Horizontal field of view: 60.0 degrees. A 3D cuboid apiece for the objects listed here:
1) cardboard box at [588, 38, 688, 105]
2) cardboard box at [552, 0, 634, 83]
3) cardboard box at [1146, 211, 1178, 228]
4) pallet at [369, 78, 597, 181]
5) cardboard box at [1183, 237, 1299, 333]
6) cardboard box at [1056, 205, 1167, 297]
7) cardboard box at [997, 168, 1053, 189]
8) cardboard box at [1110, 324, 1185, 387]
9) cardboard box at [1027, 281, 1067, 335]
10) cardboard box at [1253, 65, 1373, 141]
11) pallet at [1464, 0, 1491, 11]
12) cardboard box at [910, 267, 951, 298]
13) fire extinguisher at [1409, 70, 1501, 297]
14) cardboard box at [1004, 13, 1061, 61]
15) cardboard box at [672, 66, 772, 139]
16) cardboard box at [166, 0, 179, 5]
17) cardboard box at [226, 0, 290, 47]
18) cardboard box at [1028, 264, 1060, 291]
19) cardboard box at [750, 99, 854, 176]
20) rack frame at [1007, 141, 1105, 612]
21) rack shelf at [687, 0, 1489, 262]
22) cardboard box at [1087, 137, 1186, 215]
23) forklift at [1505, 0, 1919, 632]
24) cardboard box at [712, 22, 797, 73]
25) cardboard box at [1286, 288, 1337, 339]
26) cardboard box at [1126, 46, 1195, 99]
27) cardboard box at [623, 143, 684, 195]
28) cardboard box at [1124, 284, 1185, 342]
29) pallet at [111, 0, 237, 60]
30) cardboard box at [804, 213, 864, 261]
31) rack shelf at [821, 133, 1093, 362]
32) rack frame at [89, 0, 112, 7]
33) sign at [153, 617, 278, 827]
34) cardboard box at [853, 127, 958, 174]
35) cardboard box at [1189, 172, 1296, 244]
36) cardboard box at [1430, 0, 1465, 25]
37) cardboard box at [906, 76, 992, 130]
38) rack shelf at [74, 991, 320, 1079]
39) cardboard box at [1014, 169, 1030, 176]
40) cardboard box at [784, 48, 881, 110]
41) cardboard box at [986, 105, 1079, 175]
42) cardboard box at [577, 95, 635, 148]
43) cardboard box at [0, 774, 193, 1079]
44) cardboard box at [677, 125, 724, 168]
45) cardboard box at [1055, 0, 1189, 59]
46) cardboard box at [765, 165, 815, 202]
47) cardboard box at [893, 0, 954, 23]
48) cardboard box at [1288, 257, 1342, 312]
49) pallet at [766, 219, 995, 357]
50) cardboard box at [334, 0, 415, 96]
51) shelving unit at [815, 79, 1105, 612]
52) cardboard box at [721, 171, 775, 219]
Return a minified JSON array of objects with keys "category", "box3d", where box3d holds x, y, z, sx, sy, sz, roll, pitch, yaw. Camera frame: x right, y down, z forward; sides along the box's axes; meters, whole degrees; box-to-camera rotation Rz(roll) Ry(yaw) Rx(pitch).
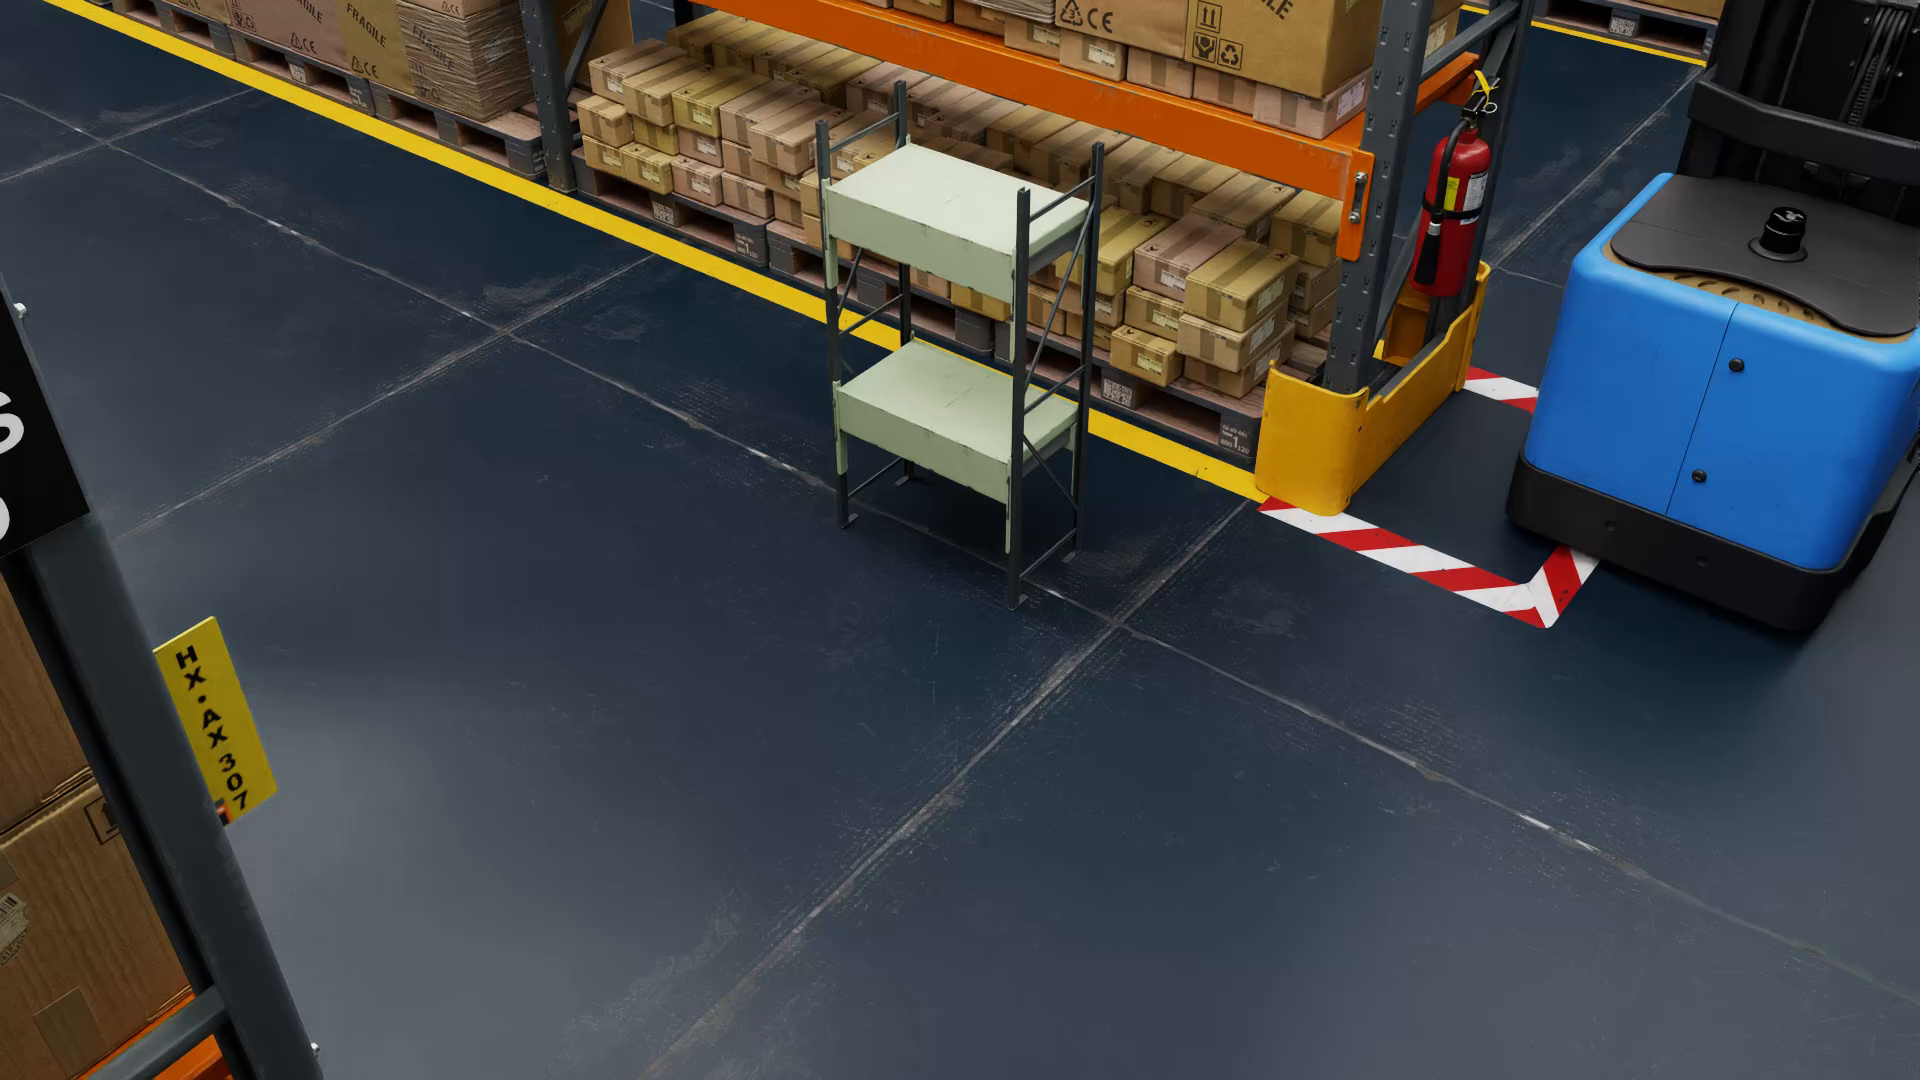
[{"category":"cardboard box","box3d":[-1.444,-2.114,7.506,0.250,0.149,0.380,27,46,30]},{"category":"cardboard box","box3d":[-2.017,-2.655,8.395,0.500,0.500,0.500,27,45,30]},{"category":"cardboard box","box3d":[0.894,-1.229,6.618,0.250,0.149,0.380,26,45,29]},{"category":"pallet","box3d":[-2.211,-2.260,8.465,1.213,0.211,1.003,25,45,29]},{"category":"cardboard box","box3d":[1.011,-0.920,5.982,0.250,0.149,0.380,26,45,29]},{"category":"cardboard box","box3d":[0.564,-1.077,6.182,0.250,0.149,0.380,24,44,28]},{"category":"cardboard box","box3d":[0.149,-1.279,6.439,0.250,0.149,0.380,27,45,30]},{"category":"cardboard box","box3d":[0.775,-0.754,6.251,0.250,0.149,0.380,27,45,30]},{"category":"cardboard box","box3d":[0.413,-0.981,6.541,0.250,0.149,0.380,26,45,29]},{"category":"cardboard box","box3d":[1.155,-1.454,5.377,0.250,0.149,0.380,25,45,29]},{"category":"pallet","box3d":[3.032,-3.580,10.152,1.213,0.211,1.003,25,45,29]},{"category":"cardboard box","box3d":[-0.032,-1.158,6.768,0.250,0.149,0.380,26,45,29]},{"category":"fire extinguisher","box3d":[1.505,-1.071,5.050,0.183,0.674,0.296,25,45,29]},{"category":"cardboard box","box3d":[0.364,-1.849,5.882,0.250,0.149,0.380,23,44,27]},{"category":"cardboard box","box3d":[-1.030,-1.911,7.247,0.250,0.149,0.380,25,44,28]},{"category":"cardboard box","box3d":[-4.362,-3.356,9.291,0.500,0.500,0.500,23,44,27]},{"category":"cardboard box","box3d":[-3.550,-2.980,8.810,0.500,0.500,0.500,24,44,28]},{"category":"cardboard box","box3d":[0.428,-1.132,6.493,0.250,0.149,0.380,25,44,28]},{"category":"cardboard box","box3d":[-0.657,-1.689,6.964,0.250,0.149,0.380,26,45,29]},{"category":"rack frame","box3d":[0.285,-0.456,5.116,0.023,1.500,0.400,25,45,29]},{"category":"rack shelf","box3d":[-0.003,-2.035,6.499,4.000,0.370,1.077,25,45,29]},{"category":"cardboard box","box3d":[0.714,-1.462,6.674,0.250,0.149,0.380,23,44,27]},{"category":"forklift","box3d":[3.191,-1.714,5.561,1.130,2.935,3.031,26,45,29]},{"category":"cardboard box","box3d":[-0.924,-2.262,7.695,0.250,0.149,0.380,26,45,29]},{"category":"cardboard box","box3d":[1.364,-0.965,6.521,0.250,0.149,0.380,26,45,29]},{"category":"cardboard box","box3d":[0.772,-1.652,5.630,0.250,0.149,0.380,25,44,28]},{"category":"cardboard box","box3d":[-1.286,-1.717,7.481,0.250,0.149,0.380,27,45,30]},{"category":"cardboard box","box3d":[0.818,-0.911,6.211,0.250,0.149,0.380,24,44,28]},{"category":"pallet","box3d":[-4.149,-3.174,9.633,1.213,0.211,1.003,25,45,29]},{"category":"cardboard box","box3d":[-0.442,-1.350,7.013,0.250,0.149,0.380,24,44,27]},{"category":"rack shelf","box3d":[-0.005,-0.900,5.050,0.720,0.370,0.431,25,45,29]},{"category":"rack frame","box3d":[-4.769,-4.565,9.148,0.127,3.000,1.000,25,45,29]},{"category":"sign","box3d":[-0.999,0.251,2.230,0.005,0.325,0.100,25,45,29]},{"category":"cardboard box","box3d":[-0.218,-1.516,6.742,0.250,0.149,0.380,25,45,29]},{"category":"cardboard box","box3d":[1.084,-1.253,6.407,0.250,0.149,0.380,26,45,29]},{"category":"cardboard box","box3d":[1.397,-2.029,5.586,0.500,0.500,0.500,27,46,31]},{"category":"cardboard box","box3d":[-0.070,-1.886,7.215,0.250,0.149,0.380,24,44,27]},{"category":"rack shelf","box3d":[-2.930,0.427,3.355,4.000,0.370,1.077,25,45,29]},{"category":"cardboard box","box3d":[0.247,-1.513,6.980,0.250,0.149,0.380,28,46,31]},{"category":"cardboard box","box3d":[-0.563,-2.037,7.408,0.250,0.149,0.380,27,45,30]},{"category":"cardboard box","box3d":[0.319,-1.692,6.967,0.250,0.149,0.380,26,45,29]},{"category":"cardboard box","box3d":[-1.498,-1.935,7.518,0.250,0.149,0.380,27,46,30]},{"category":"cardboard box","box3d":[-1.548,0.533,2.555,0.500,0.500,0.500,25,44,28]},{"category":"cardboard box","box3d":[-1.027,-1.810,7.359,0.250,0.149,0.380,25,44,28]},{"category":"cardboard box","box3d":[0.666,-1.963,5.502,0.500,0.500,0.500,25,44,28]},{"category":"cardboard box","box3d":[-0.610,-1.593,7.082,0.250,0.149,0.380,27,46,30]},{"category":"cardboard box","box3d":[-0.035,-2.071,6.165,0.250,0.149,0.380,26,45,29]},{"category":"cardboard box","box3d":[1.325,-1.051,6.390,0.250,0.149,0.380,27,46,30]},{"category":"pallet","box3d":[-0.063,-1.278,7.211,1.213,0.211,1.003,25,45,29]},{"category":"cardboard box","box3d":[-2.740,-2.594,8.317,0.500,0.500,0.500,24,44,28]},{"category":"shelving unit","box3d":[-0.005,-0.593,5.291,0.755,1.500,0.431,25,45,29]},{"category":"cardboard box","box3d":[-0.825,-1.578,7.305,0.250,0.149,0.380,24,44,28]}]
